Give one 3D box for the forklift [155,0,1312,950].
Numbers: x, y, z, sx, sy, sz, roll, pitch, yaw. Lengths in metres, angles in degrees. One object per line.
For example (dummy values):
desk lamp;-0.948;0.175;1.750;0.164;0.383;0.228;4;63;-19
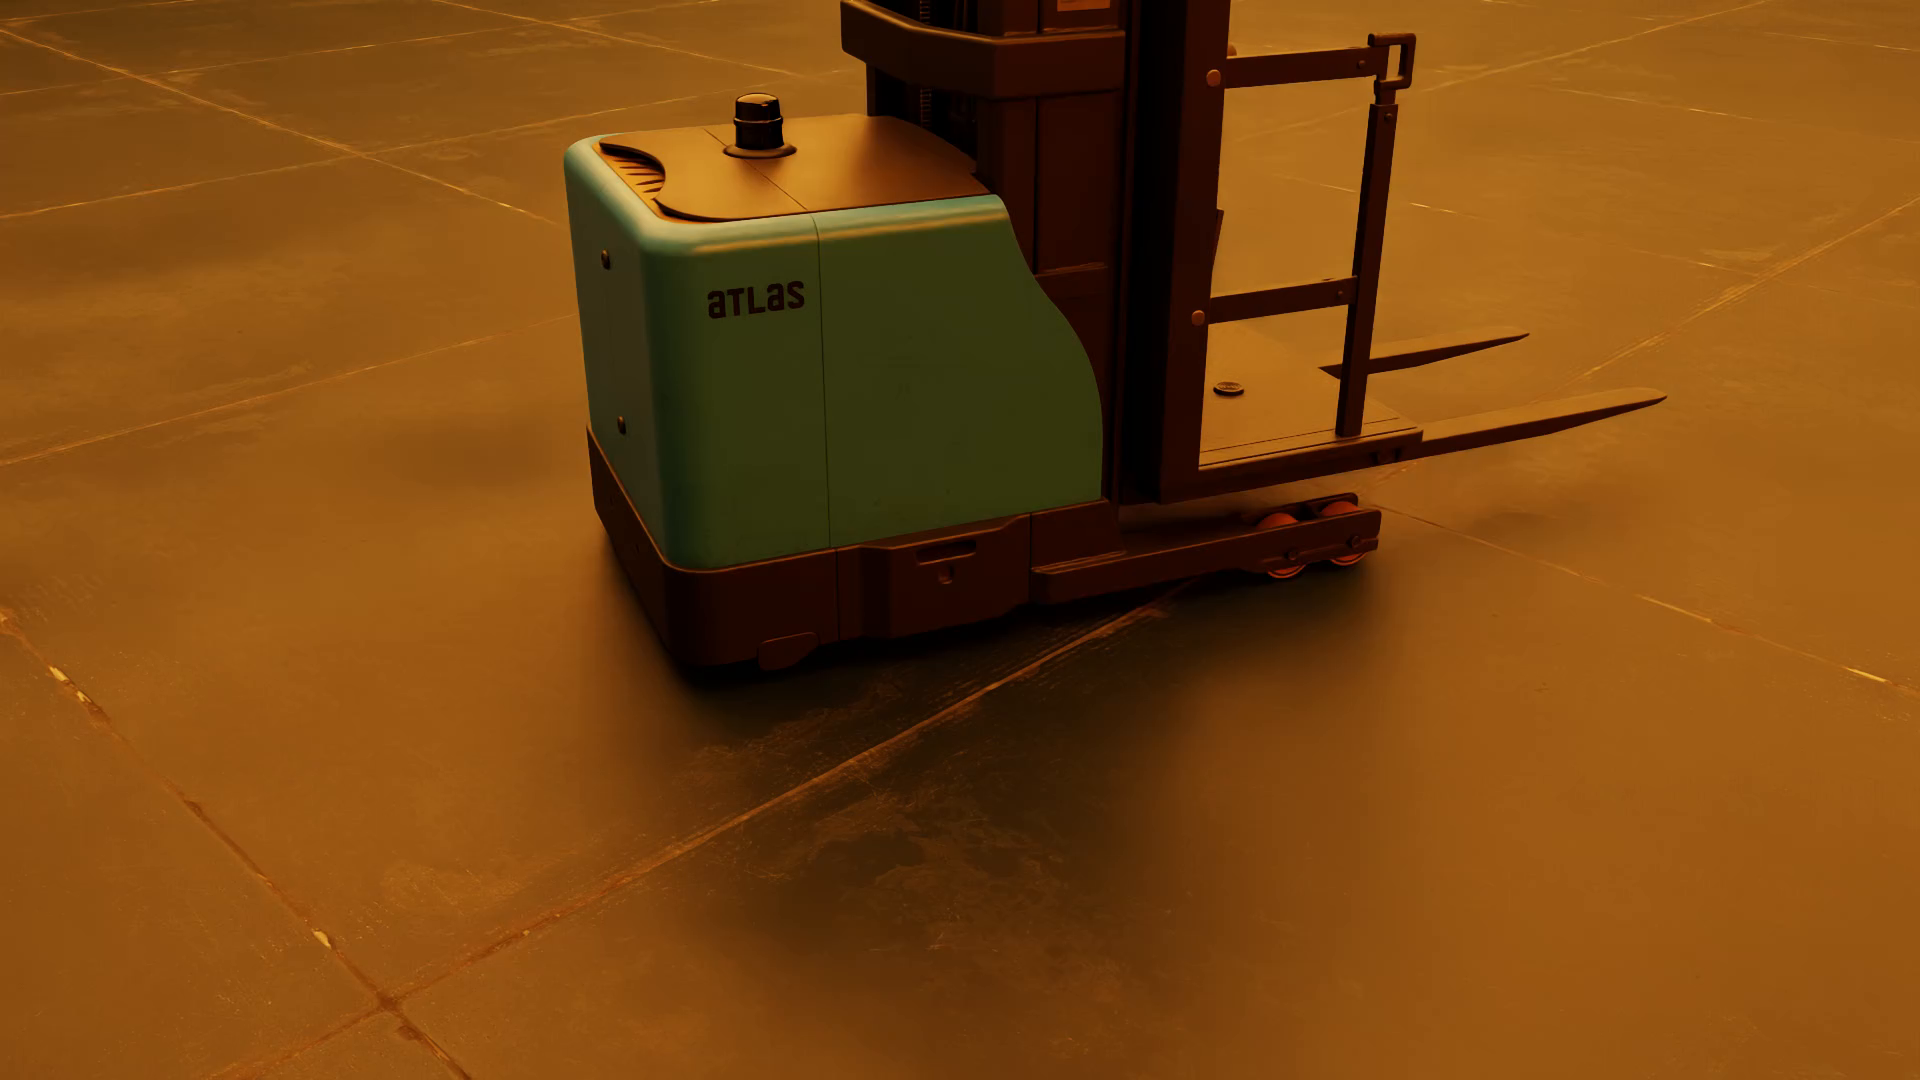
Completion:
forklift;-0.320;-1.082;3.419;1.130;2.935;3.031;18;31;32
